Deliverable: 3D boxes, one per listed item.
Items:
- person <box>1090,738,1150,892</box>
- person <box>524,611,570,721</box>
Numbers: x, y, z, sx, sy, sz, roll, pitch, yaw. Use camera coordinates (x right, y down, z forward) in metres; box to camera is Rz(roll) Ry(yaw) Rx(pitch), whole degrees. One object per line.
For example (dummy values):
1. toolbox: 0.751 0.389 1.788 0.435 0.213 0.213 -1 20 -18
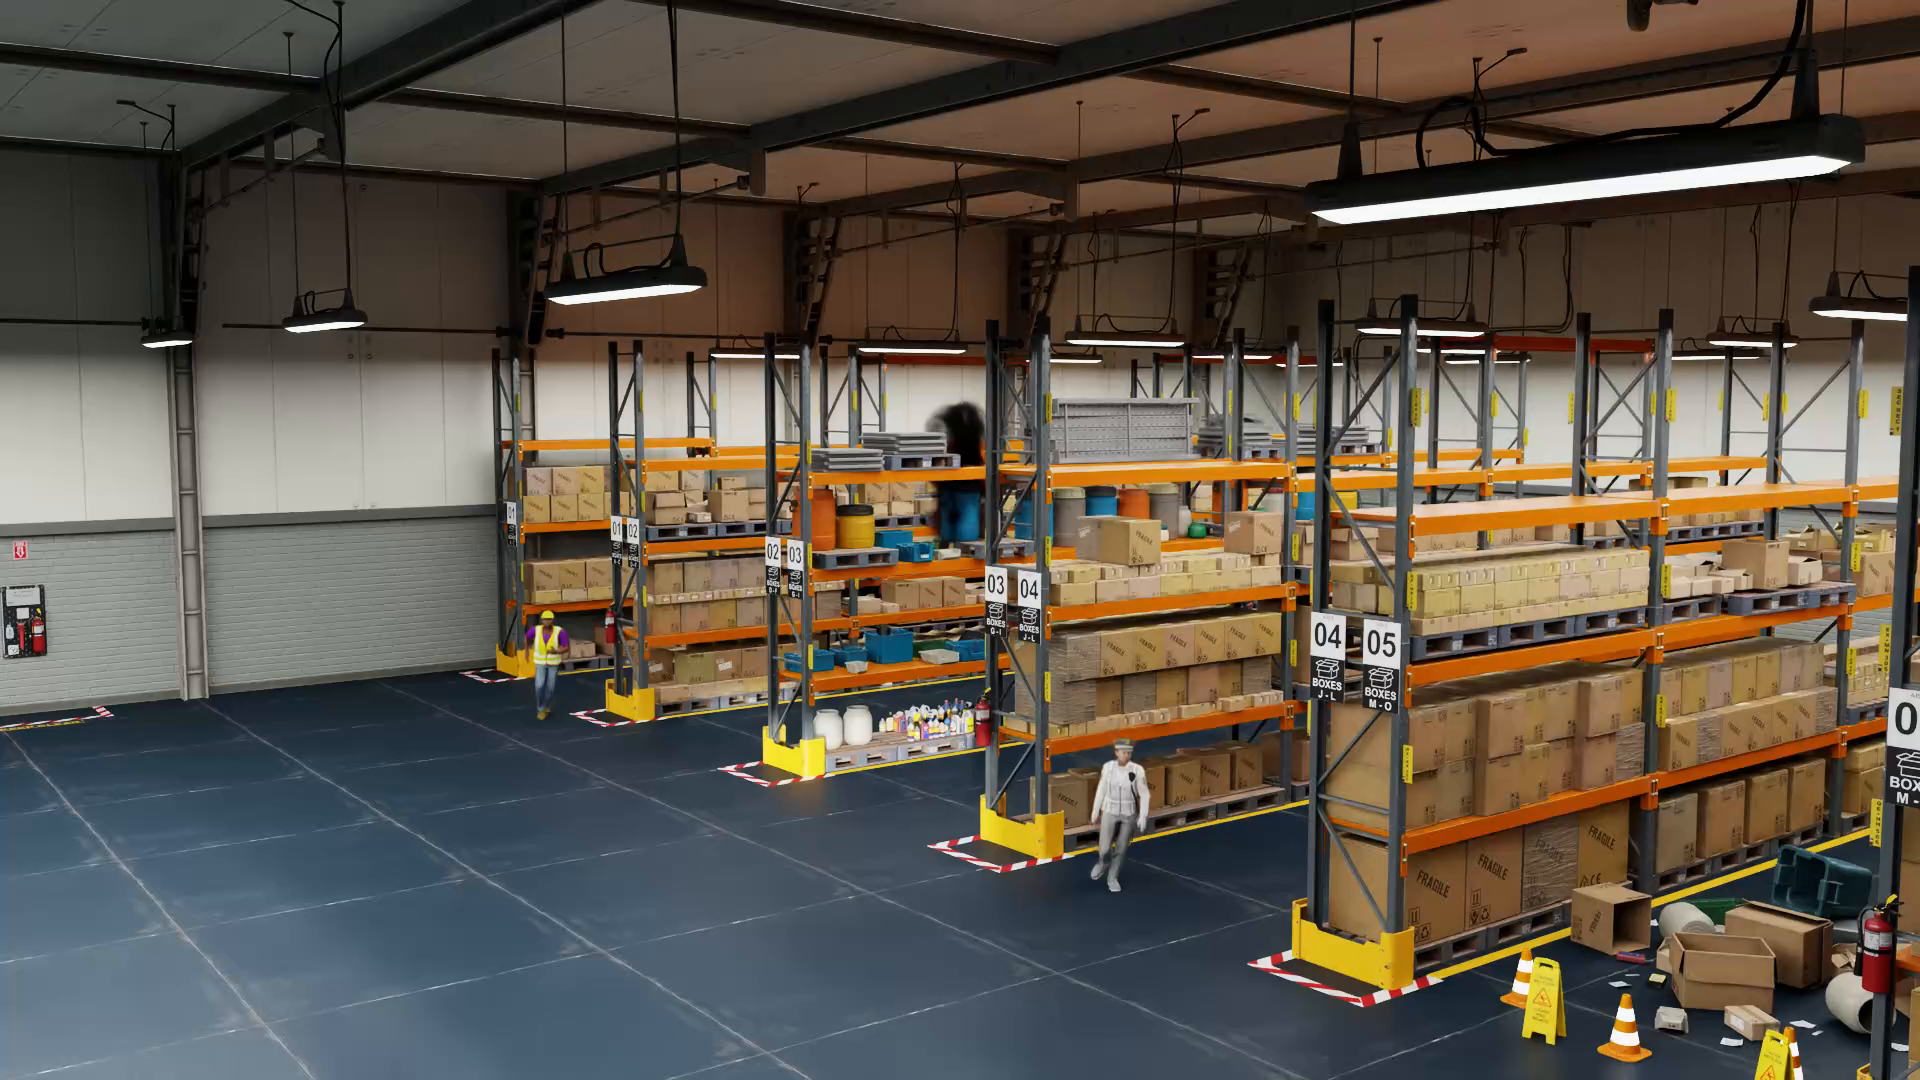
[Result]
1. person: 1.660 2.832 17.200 0.603 1.652 0.542 0 5 2
2. person: -6.560 2.001 26.415 0.712 1.800 0.699 -1 5 -11
